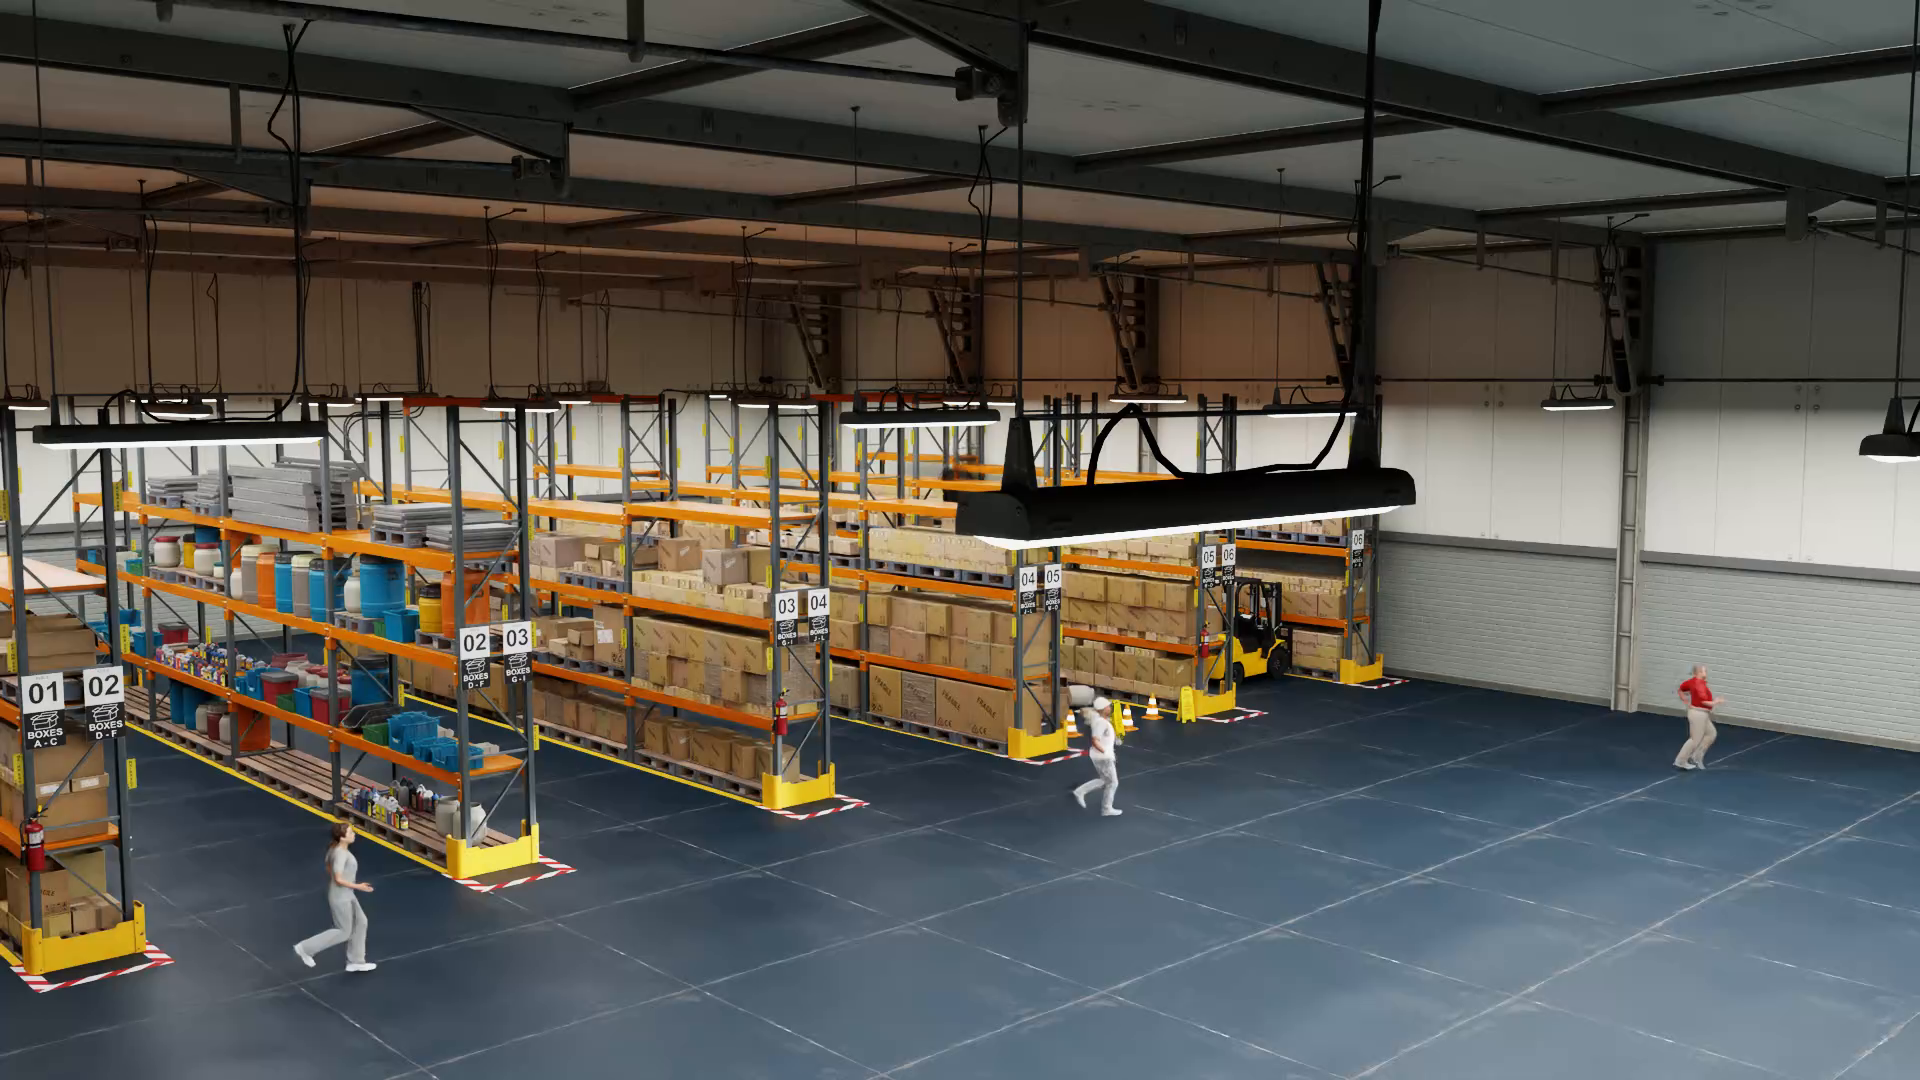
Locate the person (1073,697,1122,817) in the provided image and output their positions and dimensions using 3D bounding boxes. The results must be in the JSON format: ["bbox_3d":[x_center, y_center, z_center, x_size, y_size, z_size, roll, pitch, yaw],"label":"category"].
[{"bbox_3d":[2.009,3.137,24.052,0.730,1.745,0.683,0,6,-4],"label":"person"}]

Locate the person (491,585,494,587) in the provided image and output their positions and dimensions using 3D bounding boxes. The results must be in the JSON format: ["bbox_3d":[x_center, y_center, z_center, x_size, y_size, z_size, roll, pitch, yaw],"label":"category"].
[{"bbox_3d":[-11.020,1.816,38.684,0.683,1.524,0.784,-1,6,-11],"label":"person"}]

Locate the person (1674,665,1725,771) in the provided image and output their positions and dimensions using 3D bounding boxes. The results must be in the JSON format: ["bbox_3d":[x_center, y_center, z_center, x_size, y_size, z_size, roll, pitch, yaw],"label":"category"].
[{"bbox_3d":[11.951,2.891,26.866,0.736,1.770,0.637,1,6,14],"label":"person"}]

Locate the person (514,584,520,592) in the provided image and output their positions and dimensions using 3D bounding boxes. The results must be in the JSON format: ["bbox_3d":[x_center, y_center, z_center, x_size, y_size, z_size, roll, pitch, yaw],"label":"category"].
[{"bbox_3d":[-10.845,1.552,40.231,0.674,1.779,1.008,5,7,41],"label":"person"}]

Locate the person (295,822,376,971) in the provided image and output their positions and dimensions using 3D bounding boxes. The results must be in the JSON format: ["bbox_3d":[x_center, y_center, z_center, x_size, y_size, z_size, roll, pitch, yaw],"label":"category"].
[{"bbox_3d":[-6.656,3.813,17.670,0.806,1.639,0.560,-2,6,-21],"label":"person"}]
